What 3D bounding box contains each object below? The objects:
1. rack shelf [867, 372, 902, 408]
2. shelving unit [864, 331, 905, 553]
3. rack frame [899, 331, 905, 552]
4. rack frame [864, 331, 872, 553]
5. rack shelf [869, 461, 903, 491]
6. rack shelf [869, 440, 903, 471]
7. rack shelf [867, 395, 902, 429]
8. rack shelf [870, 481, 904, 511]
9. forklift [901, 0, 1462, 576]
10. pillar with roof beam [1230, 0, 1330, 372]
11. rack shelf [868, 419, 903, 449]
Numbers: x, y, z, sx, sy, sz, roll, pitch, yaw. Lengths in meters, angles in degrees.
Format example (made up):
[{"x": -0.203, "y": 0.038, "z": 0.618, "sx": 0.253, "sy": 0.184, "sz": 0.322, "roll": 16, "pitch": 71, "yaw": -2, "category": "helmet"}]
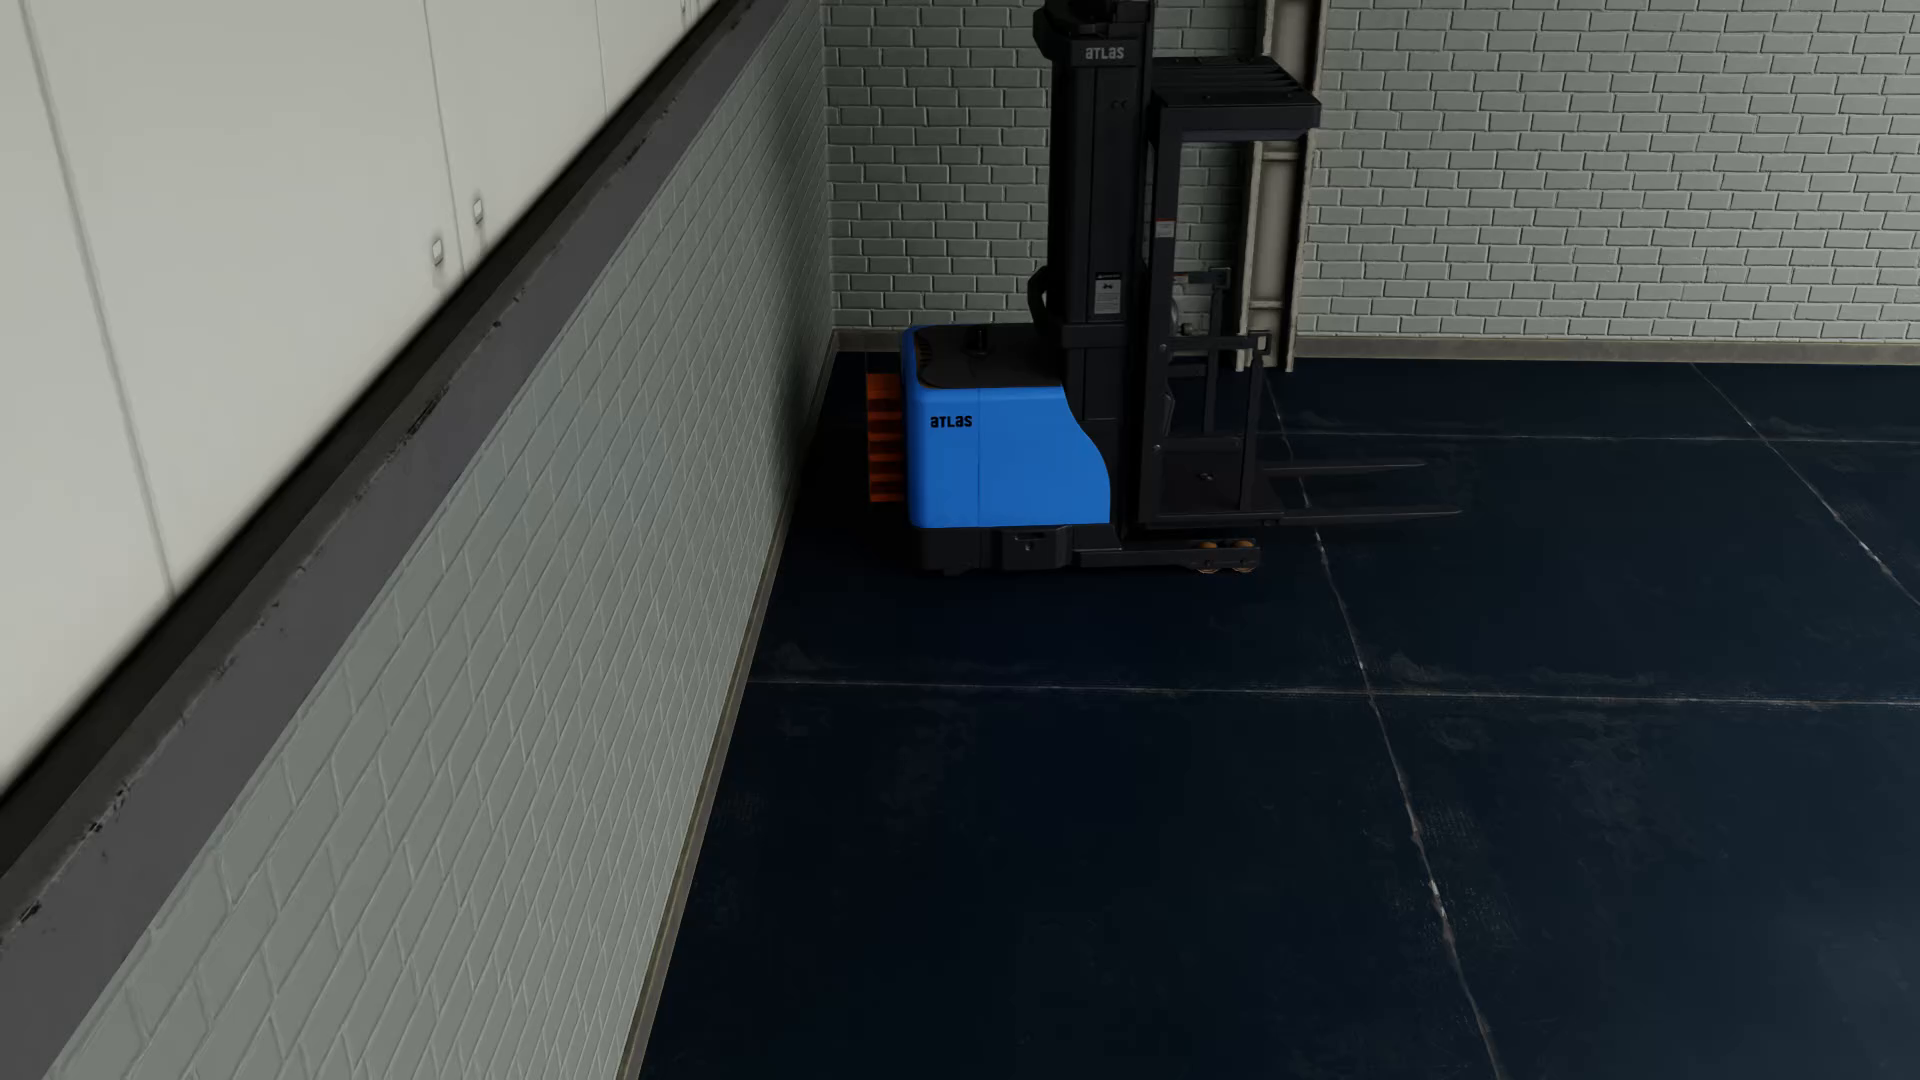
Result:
[{"x": -0.403, "y": -0.794, "z": 8.793, "sx": 0.180, "sy": 0.103, "sz": 0.258, "roll": -2, "pitch": 28, "yaw": -3, "category": "rack shelf"}, {"x": -0.403, "y": -0.515, "z": 8.941, "sx": 0.189, "sy": 1.200, "sz": 0.258, "roll": -2, "pitch": 28, "yaw": -3, "category": "shelving unit"}, {"x": -0.311, "y": -0.518, "z": 8.947, "sx": 0.006, "sy": 1.200, "sz": 0.240, "roll": -2, "pitch": 28, "yaw": -3, "category": "rack frame"}, {"x": -0.494, "y": -0.513, "z": 8.936, "sx": 0.006, "sy": 1.200, "sz": 0.240, "roll": -2, "pitch": 28, "yaw": -3, "category": "rack frame"}, {"x": -0.403, "y": -0.370, "z": 9.018, "sx": 0.180, "sy": 0.103, "sz": 0.258, "roll": -2, "pitch": 28, "yaw": -3, "category": "rack shelf"}, {"x": -0.403, "y": -0.476, "z": 8.962, "sx": 0.180, "sy": 0.103, "sz": 0.258, "roll": -2, "pitch": 28, "yaw": -3, "category": "rack shelf"}, {"x": -0.403, "y": -0.688, "z": 8.850, "sx": 0.180, "sy": 0.103, "sz": 0.258, "roll": -2, "pitch": 28, "yaw": -3, "category": "rack shelf"}, {"x": -0.403, "y": -0.264, "z": 9.074, "sx": 0.180, "sy": 0.103, "sz": 0.258, "roll": -2, "pitch": 28, "yaw": -3, "category": "rack shelf"}, {"x": 1.204, "y": -1.361, "z": 8.689, "sx": 3.031, "sy": 2.935, "sz": 1.130, "roll": -2, "pitch": 28, "yaw": -3, "category": "forklift"}, {"x": 1.942, "y": -3.192, "z": 5.664, "sx": 0.400, "sy": 9.000, "sz": 9.100, "roll": 1, "pitch": 28, "yaw": 2, "category": "pillar with roof beam"}, {"x": -0.403, "y": -0.582, "z": 8.906, "sx": 0.180, "sy": 0.103, "sz": 0.258, "roll": -2, "pitch": 28, "yaw": -3, "category": "rack shelf"}]
